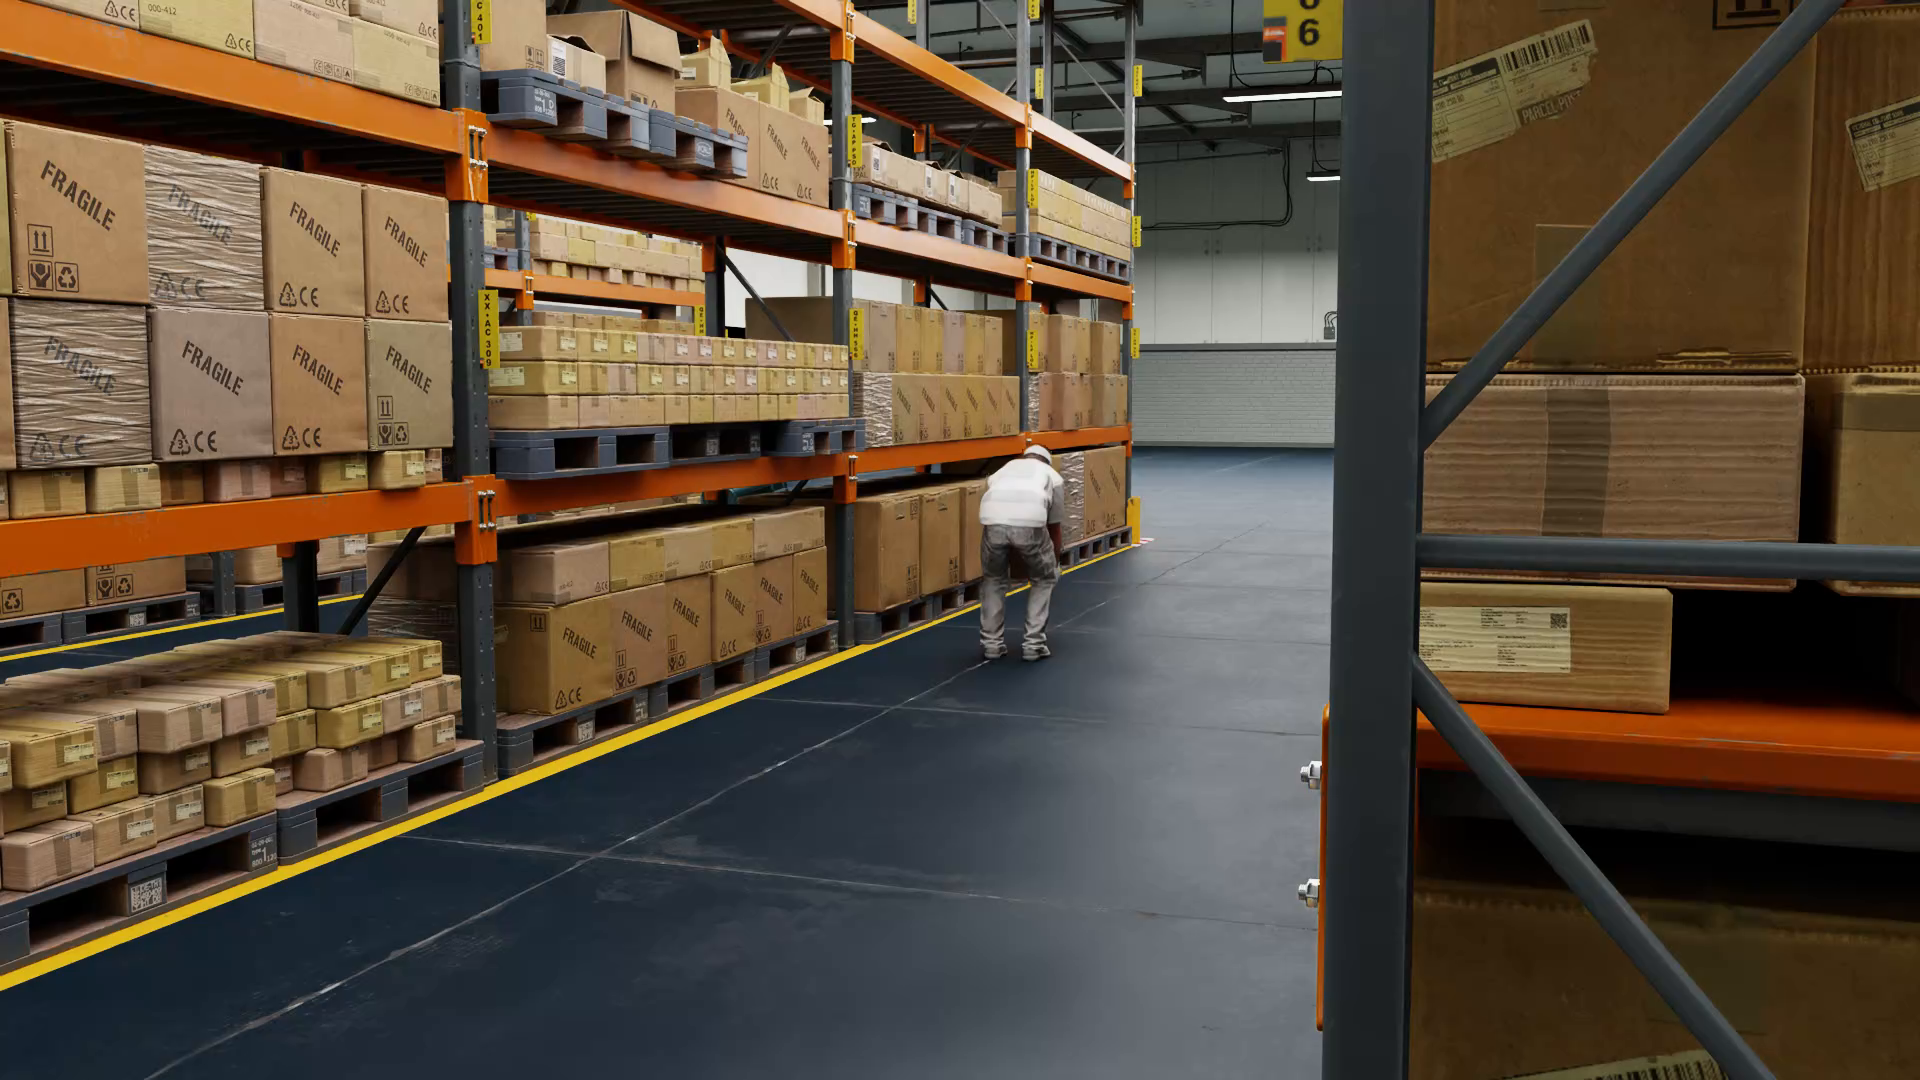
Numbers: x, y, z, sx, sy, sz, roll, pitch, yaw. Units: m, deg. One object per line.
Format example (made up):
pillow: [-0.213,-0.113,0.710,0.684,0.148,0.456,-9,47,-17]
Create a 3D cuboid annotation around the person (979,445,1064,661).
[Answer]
person: [0.404,0.064,10.657,0.503,1.325,0.927,2,5,17]
